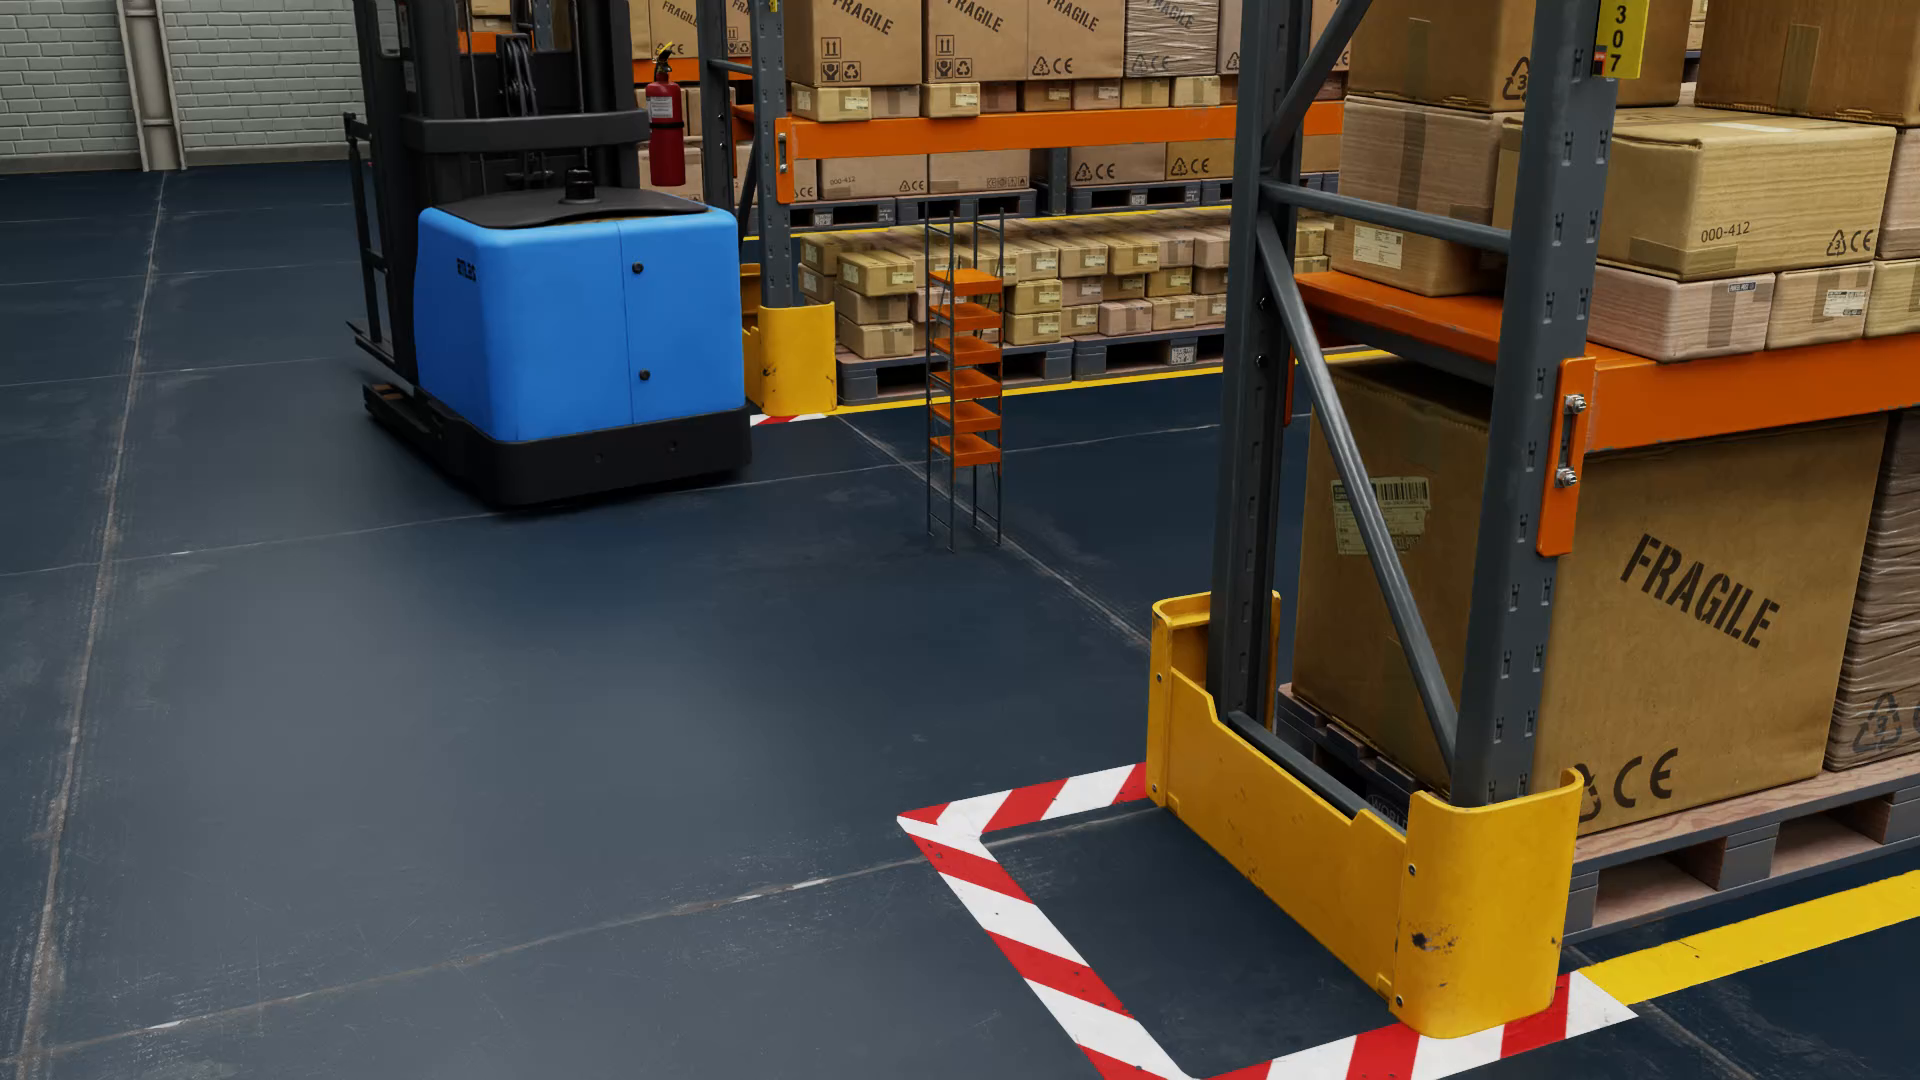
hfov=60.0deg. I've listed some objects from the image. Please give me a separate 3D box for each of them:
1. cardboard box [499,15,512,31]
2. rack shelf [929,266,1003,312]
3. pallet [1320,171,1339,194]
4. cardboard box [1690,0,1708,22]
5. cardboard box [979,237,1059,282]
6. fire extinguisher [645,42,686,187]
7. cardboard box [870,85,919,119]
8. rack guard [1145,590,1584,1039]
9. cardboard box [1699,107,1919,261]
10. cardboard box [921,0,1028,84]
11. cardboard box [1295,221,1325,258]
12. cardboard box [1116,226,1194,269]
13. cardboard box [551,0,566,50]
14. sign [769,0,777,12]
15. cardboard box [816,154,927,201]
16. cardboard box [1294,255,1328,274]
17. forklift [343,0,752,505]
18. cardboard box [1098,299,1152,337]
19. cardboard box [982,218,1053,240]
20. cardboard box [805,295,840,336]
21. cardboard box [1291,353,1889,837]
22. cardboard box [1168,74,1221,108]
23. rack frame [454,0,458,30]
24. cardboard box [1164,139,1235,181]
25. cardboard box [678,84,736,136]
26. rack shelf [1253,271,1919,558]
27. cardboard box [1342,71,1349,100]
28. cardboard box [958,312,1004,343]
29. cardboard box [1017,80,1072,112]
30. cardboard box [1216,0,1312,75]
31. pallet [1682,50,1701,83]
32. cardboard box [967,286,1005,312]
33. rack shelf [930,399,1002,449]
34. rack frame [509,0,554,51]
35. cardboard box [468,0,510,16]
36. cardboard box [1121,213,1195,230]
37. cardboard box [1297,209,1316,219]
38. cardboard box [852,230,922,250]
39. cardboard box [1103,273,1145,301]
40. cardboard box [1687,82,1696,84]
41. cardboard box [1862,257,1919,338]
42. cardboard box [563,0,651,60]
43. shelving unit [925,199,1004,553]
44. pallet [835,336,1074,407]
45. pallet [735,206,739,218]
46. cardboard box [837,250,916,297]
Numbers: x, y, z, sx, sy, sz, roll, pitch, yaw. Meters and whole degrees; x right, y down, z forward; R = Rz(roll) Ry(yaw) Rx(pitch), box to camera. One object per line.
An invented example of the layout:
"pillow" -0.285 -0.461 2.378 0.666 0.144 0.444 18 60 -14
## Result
"cardboard box" -4.409 -5.060 16.254 0.250 0.149 0.380 -8 21 -21
"rack shelf" 0.013 -0.866 5.723 0.180 0.103 0.258 -8 21 -22
"pallet" 3.526 -3.314 15.117 1.213 0.211 1.003 -8 21 -22
"cardboard box" 3.917 -2.923 9.104 0.250 0.149 0.380 -9 21 -24
"cardboard box" 0.286 -1.386 8.206 0.250 0.149 0.380 -9 21 -25
"fire extinguisher" -1.426 -2.057 8.025 0.183 0.674 0.296 -8 21 -22
"cardboard box" -0.367 -2.032 7.655 0.250 0.149 0.380 -7 21 -20
"rack guard" 0.838 0.546 3.718 0.348 0.500 1.175 -8 21 -22
"cardboard box" 1.882 -0.757 3.432 0.500 0.250 0.500 -8 21 -23
"cardboard box" -0.009 -2.402 7.729 0.500 0.500 0.500 -8 21 -22
"cardboard box" 1.723 -1.605 8.828 0.250 0.149 0.380 -7 21 -20
"cardboard box" 0.997 -1.502 8.537 0.250 0.149 0.380 -8 21 -22
"cardboard box" -2.728 -3.849 12.287 0.500 0.500 0.500 -8 21 -22
"sign" -0.797 -2.405 7.031 0.005 0.325 0.100 -8 21 -22
"cardboard box" -0.834 -3.006 13.268 0.875 0.438 0.875 -9 21 -24
"cardboard box" 1.746 -1.460 8.865 0.250 0.149 0.380 -8 21 -21
"forklift" -2.059 -1.947 7.139 1.130 2.935 3.031 -12 23 -31
"cardboard box" 0.767 -1.150 8.431 0.250 0.149 0.380 -9 21 -25
"cardboard box" 0.302 -1.598 8.809 0.250 0.149 0.380 -7 21 -20
"cardboard box" -0.611 -1.148 8.426 0.250 0.149 0.380 -8 21 -21
"cardboard box" 1.416 0.060 3.903 0.875 0.875 0.875 -8 21 -22
"cardboard box" 1.084 -2.233 8.225 0.250 0.149 0.380 -8 21 -21
"rack frame" -5.035 -5.171 16.192 0.127 3.000 1.000 -8 21 -22
"cardboard box" 1.971 -3.607 14.317 0.875 0.875 0.875 -8 21 -20
"cardboard box" -2.683 -4.479 17.357 0.500 0.500 0.700 -9 21 -24
"rack shelf" 2.696 -0.560 4.178 4.000 0.370 1.077 -8 21 -22
"cardboard box" 2.029 -2.376 8.633 0.250 0.149 0.380 -7 21 -20
"cardboard box" 0.029 -1.081 8.235 0.250 0.149 0.380 -8 21 -21
"cardboard box" 0.343 -2.155 8.005 0.250 0.149 0.380 -8 21 -22
"cardboard box" 1.394 -2.593 8.270 0.500 0.500 0.500 -8 21 -22
"pallet" 3.420 -2.654 9.331 1.213 0.211 1.003 -8 21 -22
"cardboard box" 0.034 -1.224 8.194 0.250 0.149 0.380 -8 21 -21
"rack shelf" 0.013 -0.413 5.883 0.180 0.103 0.258 -8 21 -22
"rack frame" -3.066 -3.658 11.894 0.127 3.000 1.000 -8 21 -22
"cardboard box" -4.512 -5.218 16.104 0.500 0.250 0.500 -8 21 -22
"cardboard box" 1.059 -1.662 8.992 0.250 0.149 0.380 -9 21 -24
"cardboard box" 1.773 -1.773 9.306 0.250 0.149 0.380 -8 21 -23
"cardboard box" -0.373 -1.458 8.411 0.250 0.149 0.380 -8 21 -21
"cardboard box" 0.751 -1.337 8.515 0.250 0.149 0.380 -7 21 -19
"cardboard box" 2.133 -0.984 4.077 0.500 0.250 0.500 -9 21 -24
"cardboard box" 1.786 -0.531 3.393 0.250 0.149 0.380 -9 21 -23
"cardboard box" -2.511 -3.681 11.809 0.500 0.500 0.500 -8 21 -22
"shelving unit" 0.013 -0.568 5.828 0.189 1.200 0.258 -8 21 -22
"pallet" -0.182 -0.953 8.409 1.213 0.211 1.003 -8 21 -22
"pallet" -2.362 -2.472 12.724 1.213 0.211 1.003 -8 21 -22
"cardboard box" -0.396 -1.261 7.851 0.250 0.149 0.380 -9 21 -24
